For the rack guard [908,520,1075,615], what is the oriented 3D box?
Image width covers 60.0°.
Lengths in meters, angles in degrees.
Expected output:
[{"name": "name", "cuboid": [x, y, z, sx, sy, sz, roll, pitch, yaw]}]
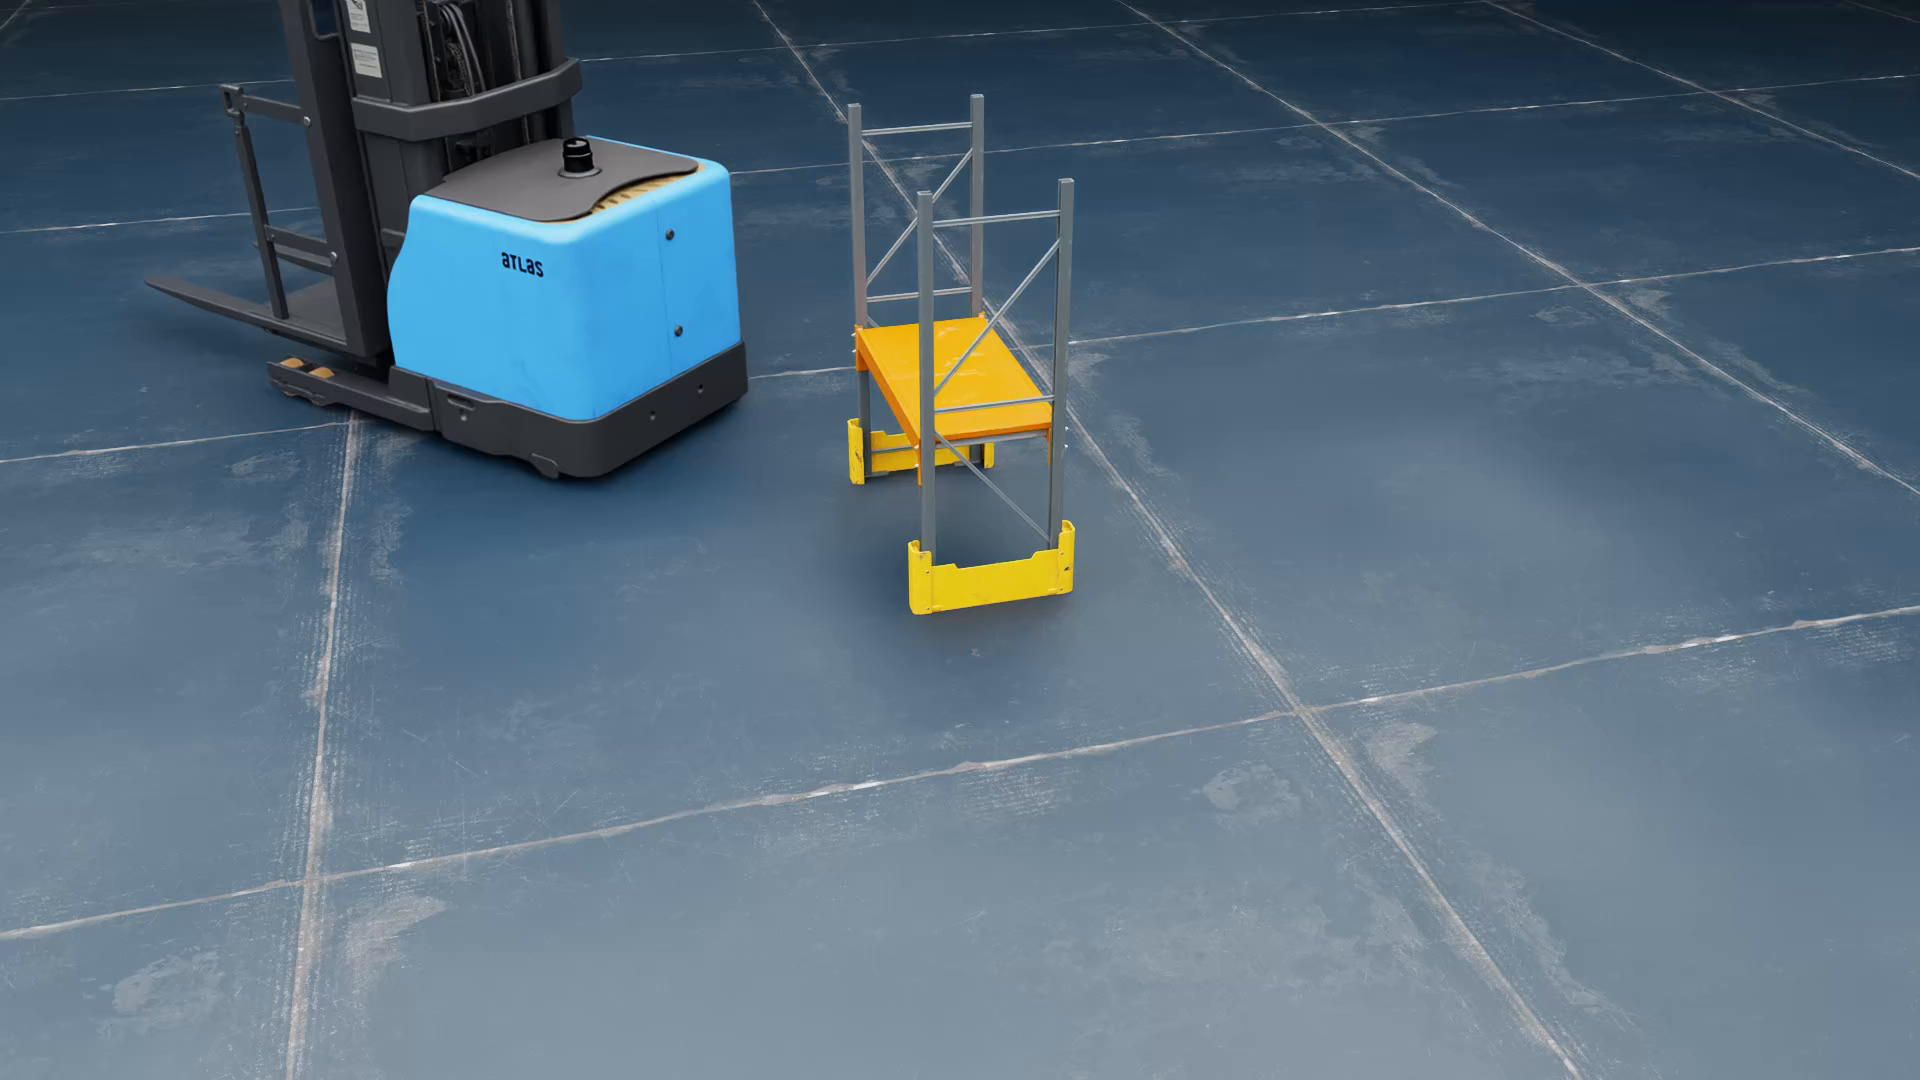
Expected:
[{"name": "rack guard", "cuboid": [0.112, 0.096, 5.835, 0.587, 0.250, 0.087, -8, 31, -13]}]

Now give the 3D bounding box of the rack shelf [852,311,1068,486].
[{"name": "rack shelf", "cuboid": [-0.023, -0.535, 6.036, 0.538, 0.185, 1.000, -8, 31, -13]}]

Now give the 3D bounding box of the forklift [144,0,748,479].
[{"name": "forklift", "cuboid": [-2.443, -2.056, 6.876, 3.031, 2.935, 1.130, 17, 34, 27]}]

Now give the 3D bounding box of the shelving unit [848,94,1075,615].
[{"name": "shelving unit", "cuboid": [-0.020, -0.686, 5.938, 0.587, 1.500, 1.083, -8, 31, -13]}]

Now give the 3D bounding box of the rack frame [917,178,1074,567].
[{"name": "rack frame", "cuboid": [0.112, -0.445, 5.521, 0.500, 1.500, 0.032, -8, 31, -13]}]

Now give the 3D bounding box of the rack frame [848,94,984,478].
[{"name": "rack frame", "cuboid": [-0.158, -0.936, 6.370, 0.500, 1.500, 0.032, -8, 31, -13]}]

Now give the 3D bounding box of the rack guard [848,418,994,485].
[{"name": "rack guard", "cuboid": [-0.152, -0.386, 6.667, 0.587, 0.250, 0.087, -8, 31, -13]}]
